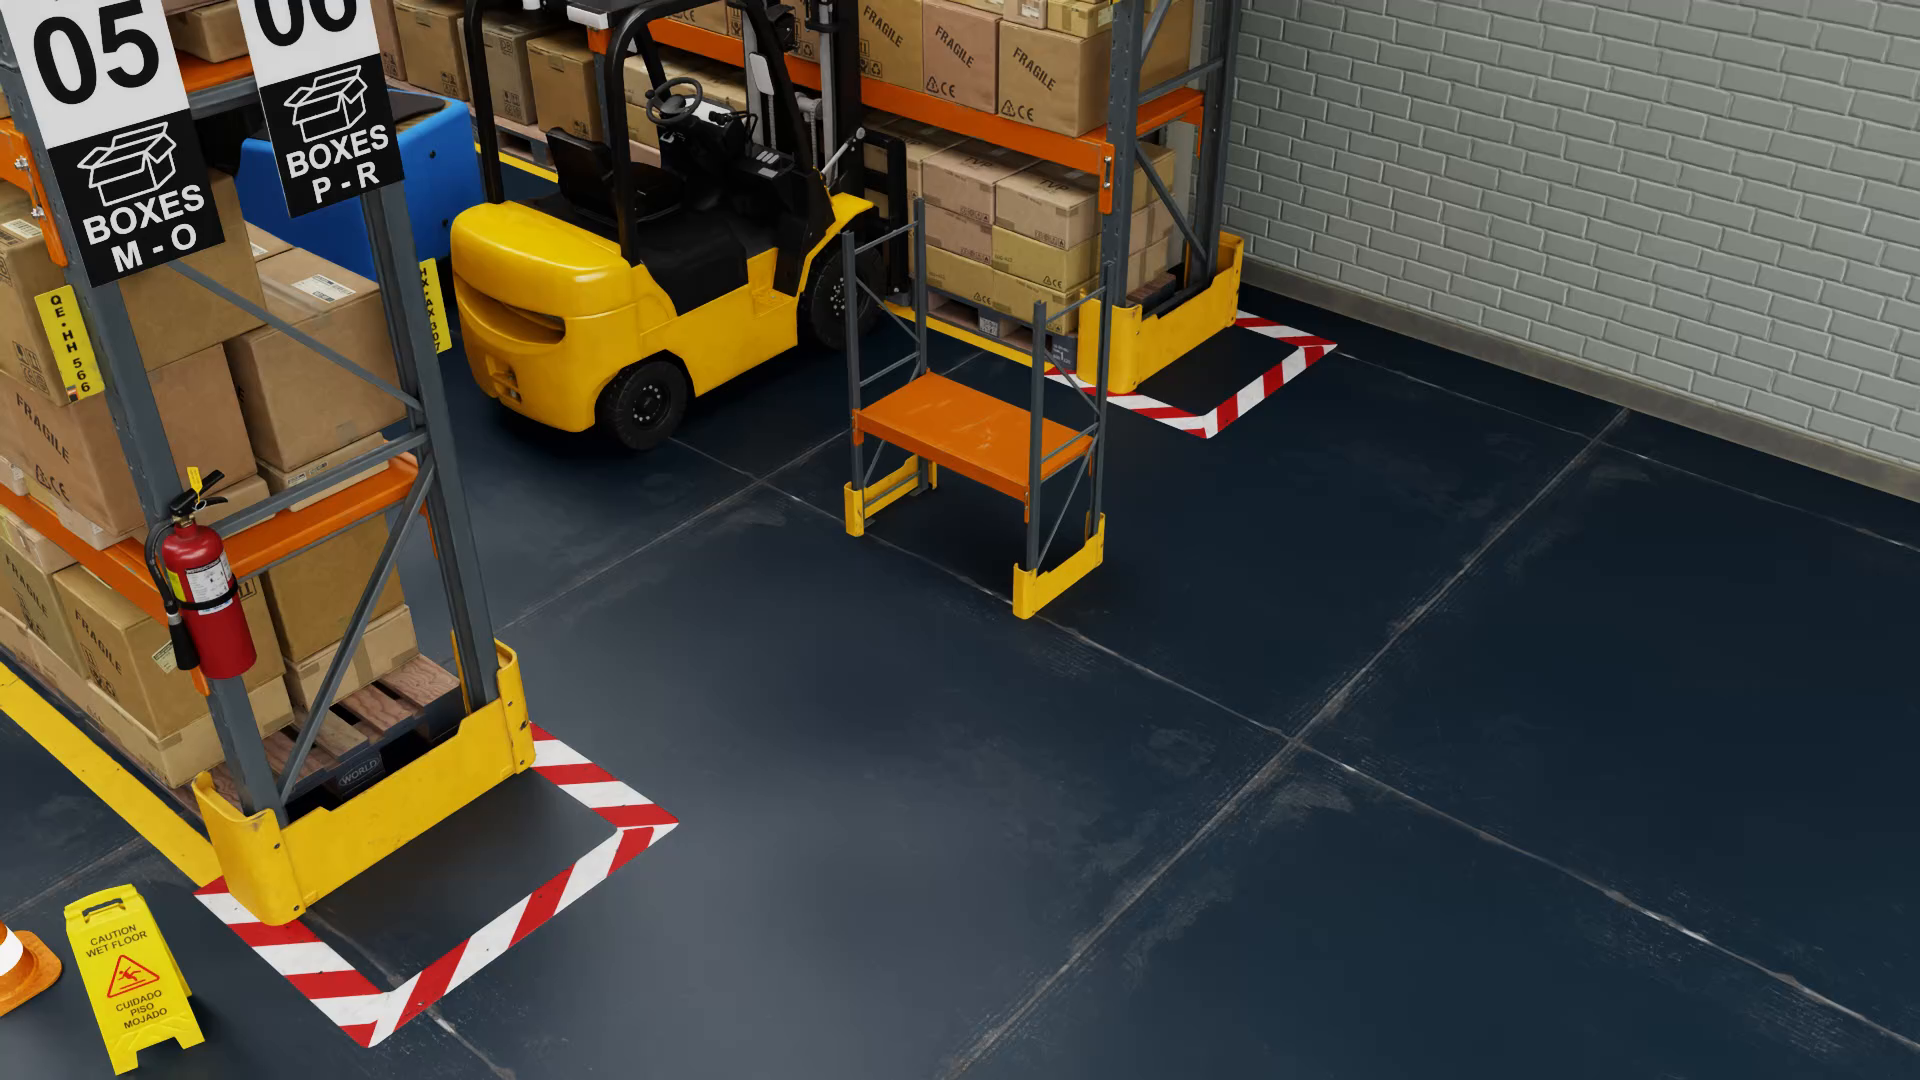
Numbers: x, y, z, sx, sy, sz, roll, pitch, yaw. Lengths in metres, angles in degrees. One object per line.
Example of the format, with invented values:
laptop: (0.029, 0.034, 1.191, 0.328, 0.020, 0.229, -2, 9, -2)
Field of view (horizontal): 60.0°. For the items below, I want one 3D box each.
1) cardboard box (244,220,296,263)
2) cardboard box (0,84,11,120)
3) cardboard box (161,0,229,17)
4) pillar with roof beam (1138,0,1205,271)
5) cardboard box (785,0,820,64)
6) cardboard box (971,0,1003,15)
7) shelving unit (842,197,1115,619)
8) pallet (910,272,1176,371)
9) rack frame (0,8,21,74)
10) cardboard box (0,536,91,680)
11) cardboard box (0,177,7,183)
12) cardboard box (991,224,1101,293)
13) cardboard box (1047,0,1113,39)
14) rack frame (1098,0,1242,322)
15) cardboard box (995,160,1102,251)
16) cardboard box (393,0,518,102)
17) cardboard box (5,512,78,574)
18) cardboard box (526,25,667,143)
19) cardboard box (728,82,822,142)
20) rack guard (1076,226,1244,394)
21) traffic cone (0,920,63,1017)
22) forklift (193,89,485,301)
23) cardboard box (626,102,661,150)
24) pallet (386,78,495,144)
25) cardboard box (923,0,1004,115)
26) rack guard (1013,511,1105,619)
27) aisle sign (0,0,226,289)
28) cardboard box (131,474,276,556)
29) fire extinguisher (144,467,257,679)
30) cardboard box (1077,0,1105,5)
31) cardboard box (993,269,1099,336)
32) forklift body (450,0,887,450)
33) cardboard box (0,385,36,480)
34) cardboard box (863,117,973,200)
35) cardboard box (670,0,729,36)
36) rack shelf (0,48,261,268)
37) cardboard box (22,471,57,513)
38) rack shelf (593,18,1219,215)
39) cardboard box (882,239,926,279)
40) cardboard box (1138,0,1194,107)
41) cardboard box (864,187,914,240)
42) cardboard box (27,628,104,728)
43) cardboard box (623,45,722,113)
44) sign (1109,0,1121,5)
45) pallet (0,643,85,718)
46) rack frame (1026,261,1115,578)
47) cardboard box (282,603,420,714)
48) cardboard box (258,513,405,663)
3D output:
cardboard box: (-2.667, -0.808, 5.925, 0.500, 0.500, 0.500, 27, 43, 33)
cardboard box: (-2.533, -1.306, 4.574, 0.250, 0.149, 0.380, 25, 42, 32)
cardboard box: (-2.296, -1.761, 4.884, 0.500, 0.250, 0.500, 24, 41, 31)
pillar with roof beam: (-1.620, -3.571, 5.000, 0.400, 9.000, 9.100, 25, 42, 32)
cardboard box: (-0.634, -2.986, 9.360, 0.500, 0.500, 0.500, 26, 42, 32)
cardboard box: (0.271, -2.839, 8.573, 0.250, 0.149, 0.380, 26, 42, 33)
shelving unit: (0.059, -0.591, 7.285, 1.083, 1.500, 0.587, 25, 42, 32)
pallet: (0.478, -1.436, 9.654, 1.213, 0.211, 1.003, 25, 42, 32)
rack frame: (-2.080, -2.638, 3.643, 0.127, 3.000, 1.000, 25, 42, 32)
cardboard box: (-3.266, 0.122, 6.319, 0.500, 0.500, 0.500, 27, 43, 33)
cardboard box: (-2.997, -1.018, 5.348, 0.500, 0.500, 0.700, 26, 42, 32)
cardboard box: (0.519, -1.612, 9.064, 0.500, 0.250, 0.500, 25, 41, 31)
cardboard box: (0.647, -2.638, 8.281, 0.250, 0.149, 0.380, 26, 42, 32)
rack frame: (1.093, -2.326, 8.488, 0.127, 3.000, 1.000, 25, 42, 32)
cardboard box: (0.539, -1.809, 8.909, 0.500, 0.250, 0.500, 27, 43, 33)
cardboard box: (-3.560, -3.709, 12.228, 0.625, 0.625, 0.875, 23, 41, 30)
cardboard box: (-3.188, -0.062, 6.013, 0.250, 0.149, 0.380, 27, 43, 33)
cardboard box: (-2.389, -3.153, 11.419, 0.625, 0.625, 0.875, 27, 43, 34)
cardboard box: (-1.034, -2.550, 9.989, 0.500, 0.250, 0.500, 27, 43, 33)
rack guard: (1.111, -1.287, 9.183, 0.348, 0.500, 1.175, 25, 42, 32)
traffic cone: (-3.236, 1.286, 5.469, 0.334, 0.463, 0.336, 25, 42, 32)
forklift: (-4.371, -2.898, 9.381, 3.031, 2.935, 1.130, 13, 36, 18)
cardboard box: (-1.807, -2.711, 10.665, 0.500, 0.250, 0.500, 25, 42, 32)
pallet: (-3.514, -3.317, 12.394, 1.213, 0.211, 1.003, 25, 42, 32)
cardboard box: (0.154, -2.623, 8.832, 0.500, 0.500, 0.500, 27, 43, 33)
rack guard: (0.441, 0.105, 7.376, 0.087, 0.250, 0.587, 25, 42, 32)
aisle sign: (-2.218, -1.088, 4.389, 0.004, 0.787, 0.394, 25, 42, 32)
cardboard box: (-2.504, -0.104, 5.474, 0.250, 0.149, 0.380, 27, 43, 33)
fire extinguisher: (-2.287, 0.109, 5.011, 0.183, 0.674, 0.296, 25, 42, 32)
cardboard box: (0.683, -2.795, 8.247, 0.250, 0.149, 0.380, 25, 42, 32)
cardboard box: (0.530, -1.399, 9.195, 0.500, 0.250, 0.500, 26, 42, 32)
forklift body: (-1.532, -1.869, 8.572, 1.214, 2.155, 2.313, 25, 42, 32)
cardboard box: (-3.055, -0.589, 5.607, 0.500, 0.500, 0.500, 25, 42, 32)
cardboard box: (-0.251, -2.170, 9.435, 0.500, 0.250, 0.500, 26, 42, 32)
cardboard box: (-1.396, -3.361, 9.905, 0.500, 0.500, 0.500, 26, 42, 33)
rack shelf: (-3.617, -1.830, 5.750, 4.000, 0.370, 1.077, 25, 42, 32)
cardboard box: (-2.953, -0.250, 5.686, 0.250, 0.149, 0.380, 24, 41, 31)
rack shelf: (-0.444, -2.754, 9.746, 4.000, 0.370, 1.077, 25, 42, 32)
cardboard box: (-0.225, -1.768, 9.733, 0.500, 0.250, 0.500, 26, 42, 32)
cardboard box: (0.890, -2.668, 8.897, 0.500, 0.500, 0.500, 27, 43, 33)
cardboard box: (-0.270, -1.976, 9.595, 0.500, 0.250, 0.500, 24, 41, 31)
cardboard box: (-3.267, 0.428, 6.535, 0.500, 0.250, 0.500, 25, 42, 32)
cardboard box: (-1.810, -2.915, 10.520, 0.500, 0.250, 0.500, 25, 41, 31)
sign: (0.735, -2.670, 7.756, 0.005, 0.325, 0.100, 25, 42, 32)
pallet: (-3.674, 0.205, 7.265, 1.213, 0.211, 1.003, 25, 42, 32)
rack frame: (0.456, -0.403, 7.012, 0.032, 1.500, 0.500, 25, 42, 32)
cardboard box: (-2.523, 0.383, 6.601, 0.500, 0.250, 0.500, 25, 42, 31)
cardboard box: (-2.542, 0.065, 6.401, 0.500, 0.500, 0.500, 24, 41, 30)
